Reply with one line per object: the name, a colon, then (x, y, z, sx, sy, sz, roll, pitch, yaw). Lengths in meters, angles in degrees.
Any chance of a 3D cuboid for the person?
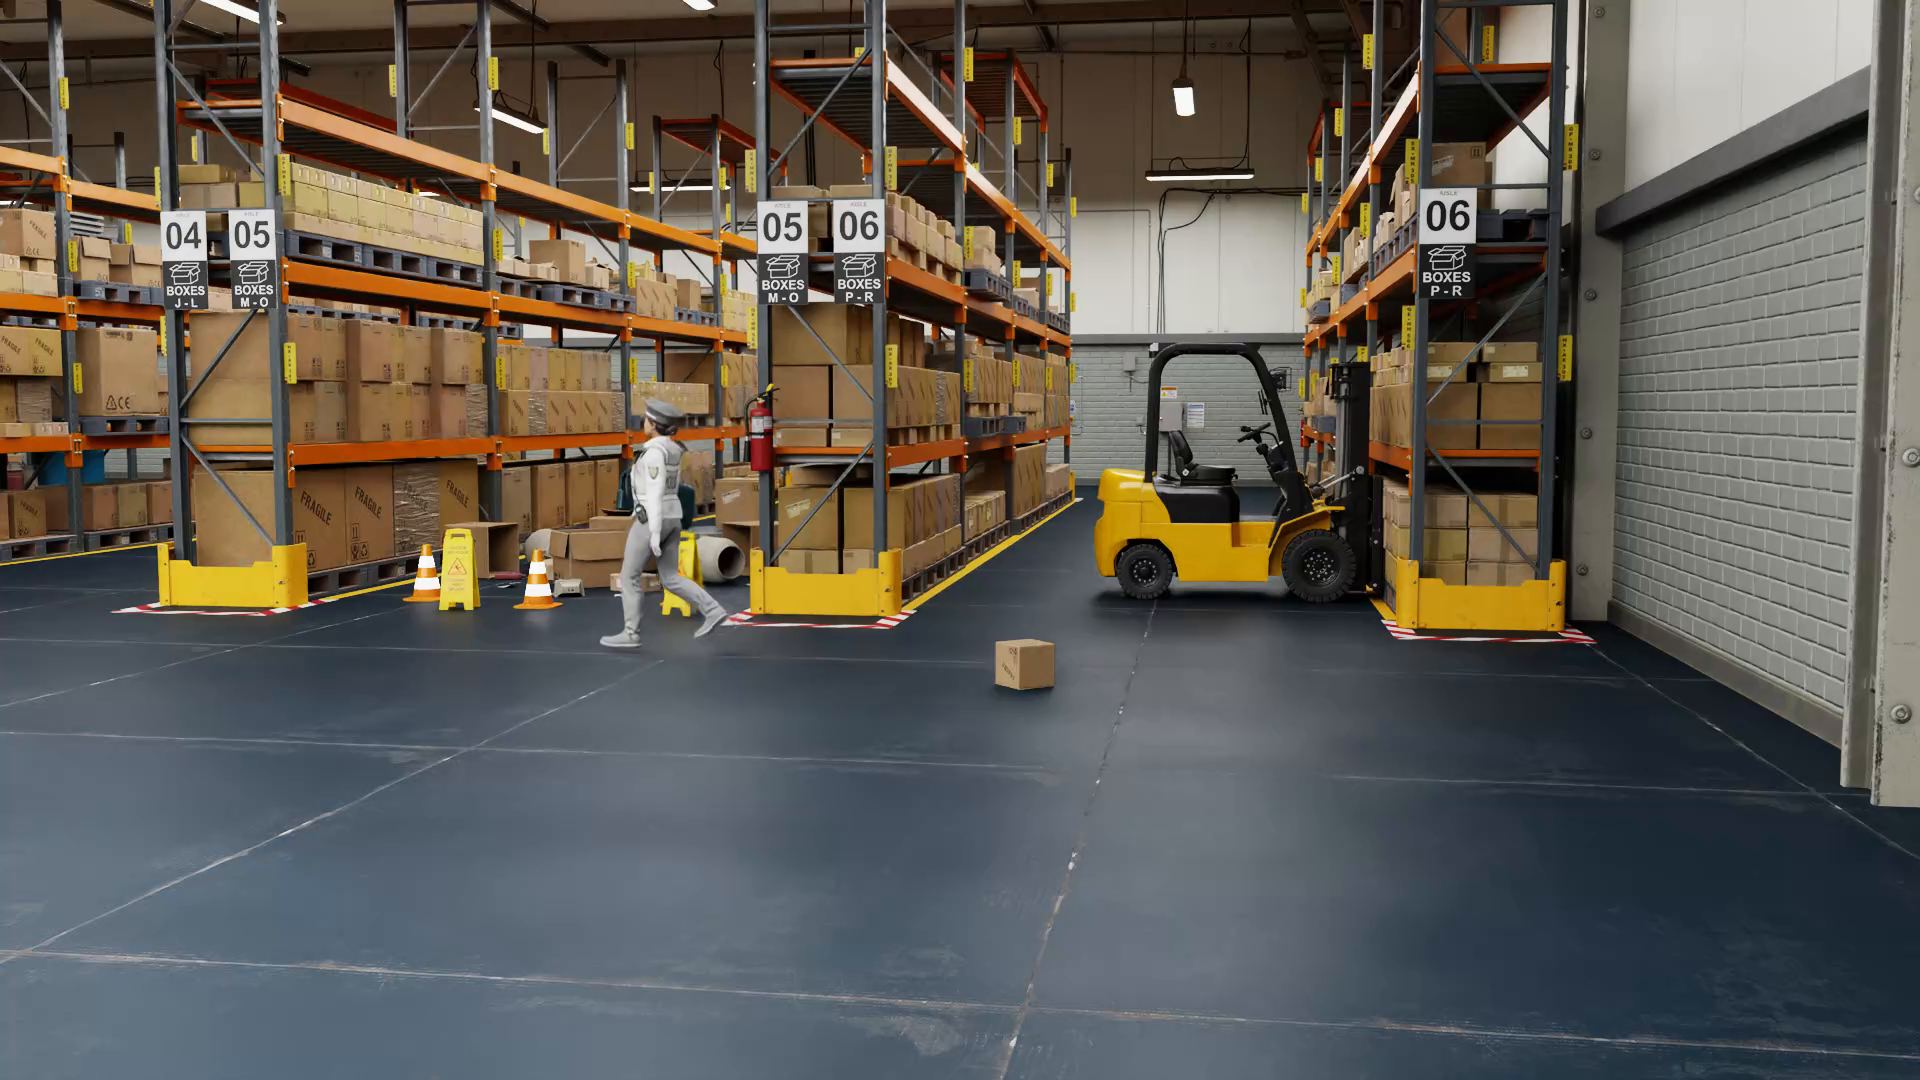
person: (-1.958, -0.112, 10.993, 0.873, 1.654, 0.502, 1, 5, 16)
